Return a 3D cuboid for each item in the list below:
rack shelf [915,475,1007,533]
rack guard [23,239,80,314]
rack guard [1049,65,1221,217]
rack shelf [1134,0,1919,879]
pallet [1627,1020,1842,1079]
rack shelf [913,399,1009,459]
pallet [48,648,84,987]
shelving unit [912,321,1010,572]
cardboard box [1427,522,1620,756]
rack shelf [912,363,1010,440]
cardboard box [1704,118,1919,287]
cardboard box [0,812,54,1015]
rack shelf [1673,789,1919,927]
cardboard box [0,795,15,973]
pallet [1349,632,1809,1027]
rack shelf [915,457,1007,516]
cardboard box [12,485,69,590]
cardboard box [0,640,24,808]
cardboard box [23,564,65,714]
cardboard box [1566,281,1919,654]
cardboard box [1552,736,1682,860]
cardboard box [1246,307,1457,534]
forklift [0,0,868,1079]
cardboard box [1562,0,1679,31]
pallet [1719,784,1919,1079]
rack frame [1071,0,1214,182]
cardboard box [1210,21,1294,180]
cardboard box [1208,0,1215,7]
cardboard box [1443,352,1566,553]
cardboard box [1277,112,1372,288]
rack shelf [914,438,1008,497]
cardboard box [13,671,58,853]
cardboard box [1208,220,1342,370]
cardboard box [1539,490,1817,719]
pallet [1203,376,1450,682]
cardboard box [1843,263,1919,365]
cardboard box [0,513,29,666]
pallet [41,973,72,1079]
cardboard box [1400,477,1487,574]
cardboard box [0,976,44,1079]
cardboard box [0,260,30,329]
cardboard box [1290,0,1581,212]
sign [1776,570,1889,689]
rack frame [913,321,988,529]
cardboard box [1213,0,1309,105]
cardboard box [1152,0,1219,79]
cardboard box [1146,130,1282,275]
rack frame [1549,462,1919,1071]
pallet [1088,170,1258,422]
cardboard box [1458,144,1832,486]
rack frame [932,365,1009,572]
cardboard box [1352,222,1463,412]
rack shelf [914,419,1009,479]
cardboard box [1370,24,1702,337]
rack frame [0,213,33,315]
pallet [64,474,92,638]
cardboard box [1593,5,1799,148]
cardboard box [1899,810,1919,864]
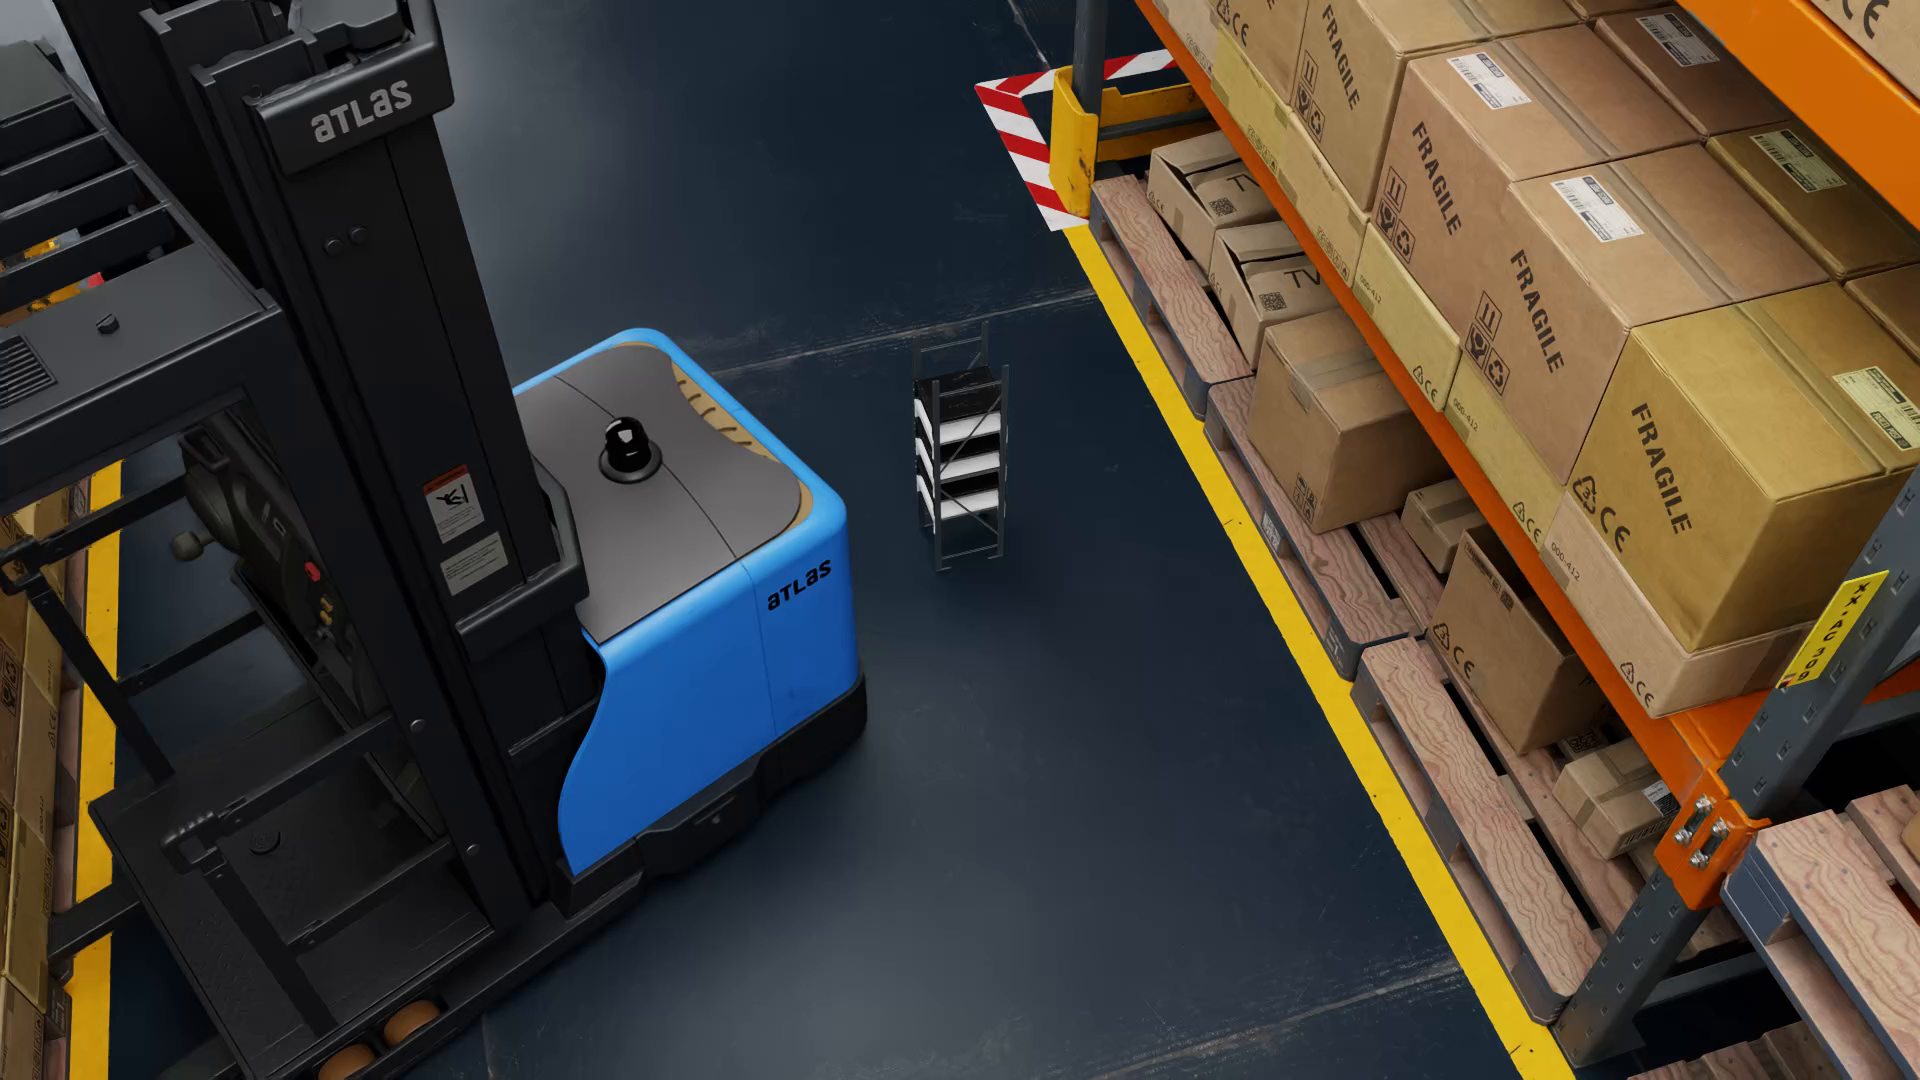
[{"bbox_3d":[0.002,-0.147,5.564,0.258,0.077,0.200,-13,51,-11],"label":"rack shelf"},{"bbox_3d":[-3.791,-0.690,6.005,1.175,0.500,0.348,-13,51,-11],"label":"rack guard"},{"bbox_3d":[0.970,-1.740,6.890,1.175,0.500,0.348,-13,51,-11],"label":"rack guard"},{"bbox_3d":[1.539,-0.908,5.024,1.077,0.370,4.000,-13,51,-11],"label":"rack shelf"},{"bbox_3d":[2.362,1.788,4.105,1.003,0.211,1.213,-13,51,-11],"label":"pallet"},{"bbox_3d":[0.002,-0.379,5.289,0.258,0.077,0.200,-13,51,-11],"label":"rack shelf"},{"bbox_3d":[-3.161,0.859,4.888,1.003,0.211,1.213,-13,51,-11],"label":"pallet"},{"bbox_3d":[0.002,-0.284,5.401,0.258,0.900,0.210,-13,51,-11],"label":"shelving unit"},{"bbox_3d":[1.785,0.235,4.937,0.500,0.500,0.500,-17,52,-14],"label":"cardboard box"},{"bbox_3d":[0.002,-0.437,5.220,0.258,0.077,0.200,-13,51,-11],"label":"rack shelf"},{"bbox_3d":[2.041,-0.649,3.929,0.500,0.500,0.500,-14,51,-11],"label":"cardboard box"},{"bbox_3d":[-2.734,1.054,4.423,0.500,0.250,0.500,-13,51,-11],"label":"cardboard box"},{"bbox_3d":[2.721,2.013,2.562,1.077,0.370,4.000,-13,51,-11],"label":"rack shelf"},{"bbox_3d":[-2.735,0.813,4.136,0.500,0.500,0.500,-13,51,-11],"label":"cardboard box"},{"bbox_3d":[1.898,0.737,4.991,1.003,0.211,1.213,-13,51,-11],"label":"pallet"},{"bbox_3d":[0.002,-0.205,5.495,0.258,0.077,0.200,-13,51,-11],"label":"rack shelf"},{"bbox_3d":[-3.184,-0.040,5.346,0.500,0.250,0.500,-13,51,-11],"label":"cardboard box"},{"bbox_3d":[-2.885,0.448,4.444,0.500,0.500,0.500,-13,51,-11],"label":"cardboard box"},{"bbox_3d":[-3.034,0.325,5.038,0.500,0.250,0.500,-13,51,-11],"label":"cardboard box"},{"bbox_3d":[1.695,-0.155,3.513,0.500,0.500,0.500,-13,51,-11],"label":"cardboard box"},{"bbox_3d":[1.943,0.708,4.757,0.380,0.166,0.250,-19,53,-16],"label":"cardboard box"},{"bbox_3d":[1.403,-0.448,5.513,0.700,0.500,0.500,-16,52,-13],"label":"cardboard box"},{"bbox_3d":[-1.736,0.109,3.741,3.031,2.935,1.130,-33,57,-25],"label":"forklift"},{"bbox_3d":[1.735,-1.390,4.555,0.500,0.500,0.500,-13,51,-10],"label":"cardboard box"},{"bbox_3d":[2.217,0.973,3.093,1.003,0.211,1.213,-13,51,-11],"label":"pallet"},{"bbox_3d":[0.947,-2.601,5.981,1.000,3.000,0.127,-13,51,-11],"label":"rack frame"},{"bbox_3d":[1.100,-1.381,5.038,0.500,0.250,0.500,-14,51,-12],"label":"cardboard box"},{"bbox_3d":[0.938,-2.021,5.086,0.500,0.500,0.500,-13,51,-11],"label":"cardboard box"},{"bbox_3d":[1.561,-0.281,4.110,0.500,0.250,0.500,-13,51,-11],"label":"cardboard box"},{"bbox_3d":[1.248,-1.012,4.726,0.500,0.250,0.500,-13,51,-11],"label":"cardboard box"},{"bbox_3d":[0.002,-0.263,5.426,0.258,0.077,0.200,-13,51,-11],"label":"rack shelf"},{"bbox_3d":[-2.888,0.690,4.730,0.500,0.250,0.500,-13,51,-11],"label":"cardboard box"},{"bbox_3d":[1.234,-0.934,6.046,0.500,0.311,0.500,-10,51,-8],"label":"cardboard box"},{"bbox_3d":[1.700,0.085,3.802,0.500,0.250,0.500,-13,51,-11],"label":"cardboard box"},{"bbox_3d":[1.533,-0.156,5.743,1.003,0.211,1.213,-13,51,-11],"label":"pallet"},{"bbox_3d":[2.191,-0.270,3.610,0.500,0.500,0.500,-14,51,-12],"label":"cardboard box"},{"bbox_3d":[-3.031,0.082,4.752,0.500,0.500,0.500,-13,51,-11],"label":"cardboard box"},{"bbox_3d":[-2.796,1.752,4.135,1.003,0.211,1.213,-13,51,-11],"label":"pallet"},{"bbox_3d":[1.676,-0.075,5.428,0.380,0.149,0.250,-17,52,-14],"label":"cardboard box"},{"bbox_3d":[-2.592,1.421,4.114,0.500,0.250,0.500,-13,51,-11],"label":"cardboard box"},{"bbox_3d":[-3.341,-0.645,5.365,0.500,0.500,0.500,-13,51,-11],"label":"cardboard box"},{"bbox_3d":[1.249,-1.268,4.451,0.500,0.500,0.500,-12,51,-10],"label":"cardboard box"},{"bbox_3d":[1.614,0.170,3.079,0.100,0.325,0.005,-13,51,-11],"label":"sign"},{"bbox_3d":[-0.028,-0.358,5.464,0.240,0.900,0.006,-13,51,-11],"label":"rack frame"},{"bbox_3d":[1.085,-1.642,4.767,0.500,0.500,0.500,-15,51,-12],"label":"cardboard box"},{"bbox_3d":[0.955,-1.755,5.353,0.500,0.250,0.500,-15,51,-12],"label":"cardboard box"},{"bbox_3d":[1.066,-1.351,6.397,0.500,0.311,0.500,-19,52,-15],"label":"cardboard box"},{"bbox_3d":[2.130,0.320,3.518,1.000,3.000,0.127,-13,51,-11],"label":"rack frame"},{"bbox_3d":[1.176,-1.045,6.493,1.003,0.211,1.213,-13,51,-11],"label":"pallet"},{"bbox_3d":[1.542,-0.518,3.819,0.500,0.500,0.500,-14,51,-11],"label":"cardboard box"},{"bbox_3d":[0.032,-0.210,5.338,0.240,0.900,0.006,-13,51,-11],"label":"rack frame"},{"bbox_3d":[1.397,-0.645,4.417,0.500,0.250,0.500,-14,51,-11],"label":"cardboard box"},{"bbox_3d":[0.002,-0.321,5.358,0.258,0.077,0.200,-13,51,-11],"label":"rack shelf"},{"bbox_3d":[1.403,-0.888,4.131,0.500,0.500,0.500,-15,51,-12],"label":"cardboard box"},{"bbox_3d":[-3.784,-1.478,5.034,1.000,3.000,0.127,-13,51,-11],"label":"rack frame"},{"bbox_3d":[-3.518,-0.030,5.638,1.003,0.211,1.213,-13,51,-11],"label":"pallet"},{"bbox_3d":[1.899,-1.014,4.237,0.500,0.500,0.500,-12,51,-10],"label":"cardboard box"},{"bbox_3d":[2.248,0.526,2.992,0.700,0.500,0.500,-13,51,-11],"label":"cardboard box"}]
